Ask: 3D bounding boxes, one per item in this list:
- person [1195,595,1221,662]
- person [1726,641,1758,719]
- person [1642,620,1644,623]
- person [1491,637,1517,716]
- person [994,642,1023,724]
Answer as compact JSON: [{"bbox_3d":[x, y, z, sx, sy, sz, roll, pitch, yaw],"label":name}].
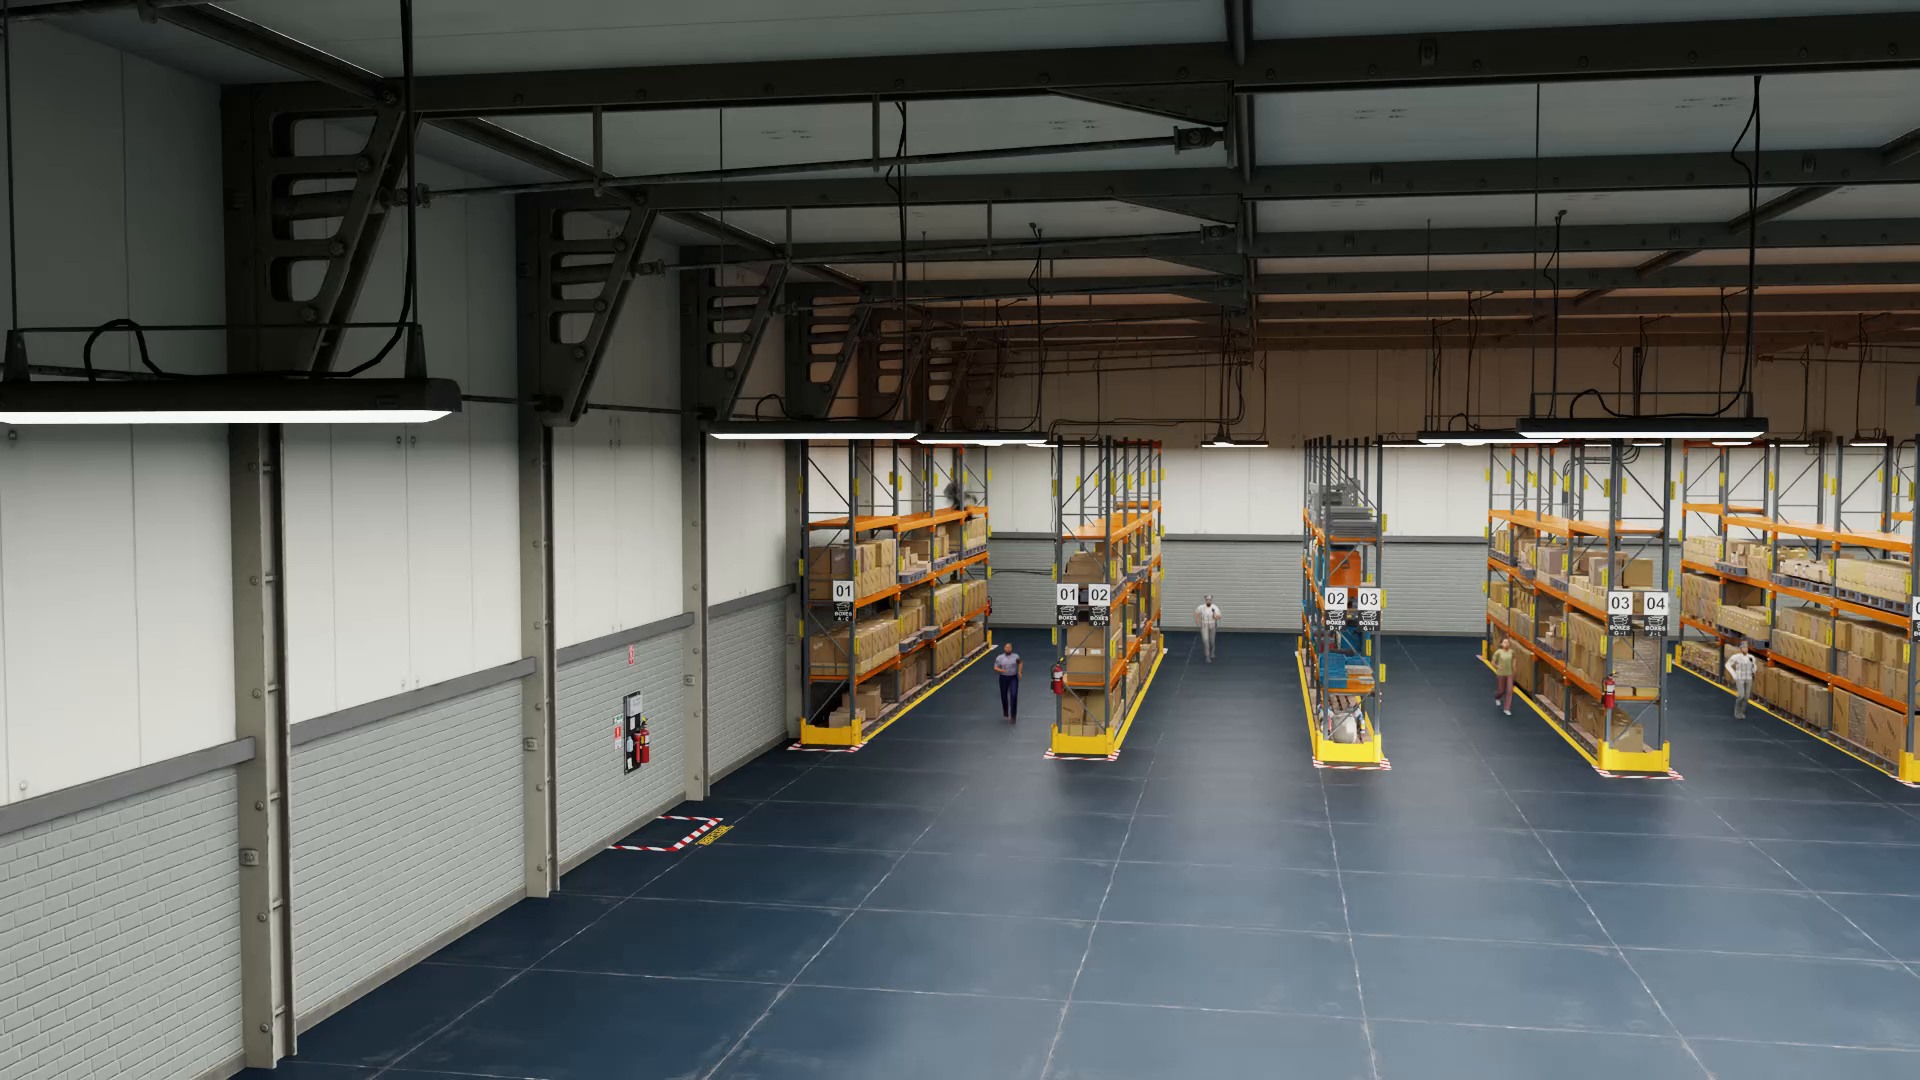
[{"bbox_3d":[6.761,2.386,45.331,0.679,1.818,0.951,0,3,2],"label":"person"},{"bbox_3d":[16.620,2.976,35.246,0.599,1.677,0.595,0,3,4],"label":"person"},{"bbox_3d":[19.068,2.419,45.833,0.709,1.782,0.801,-1,3,-14],"label":"person"},{"bbox_3d":[11.852,2.943,36.181,0.581,1.658,0.868,0,3,2],"label":"person"},{"bbox_3d":[1.023,2.973,35.043,0.598,1.635,0.935,0,3,2],"label":"person"}]
